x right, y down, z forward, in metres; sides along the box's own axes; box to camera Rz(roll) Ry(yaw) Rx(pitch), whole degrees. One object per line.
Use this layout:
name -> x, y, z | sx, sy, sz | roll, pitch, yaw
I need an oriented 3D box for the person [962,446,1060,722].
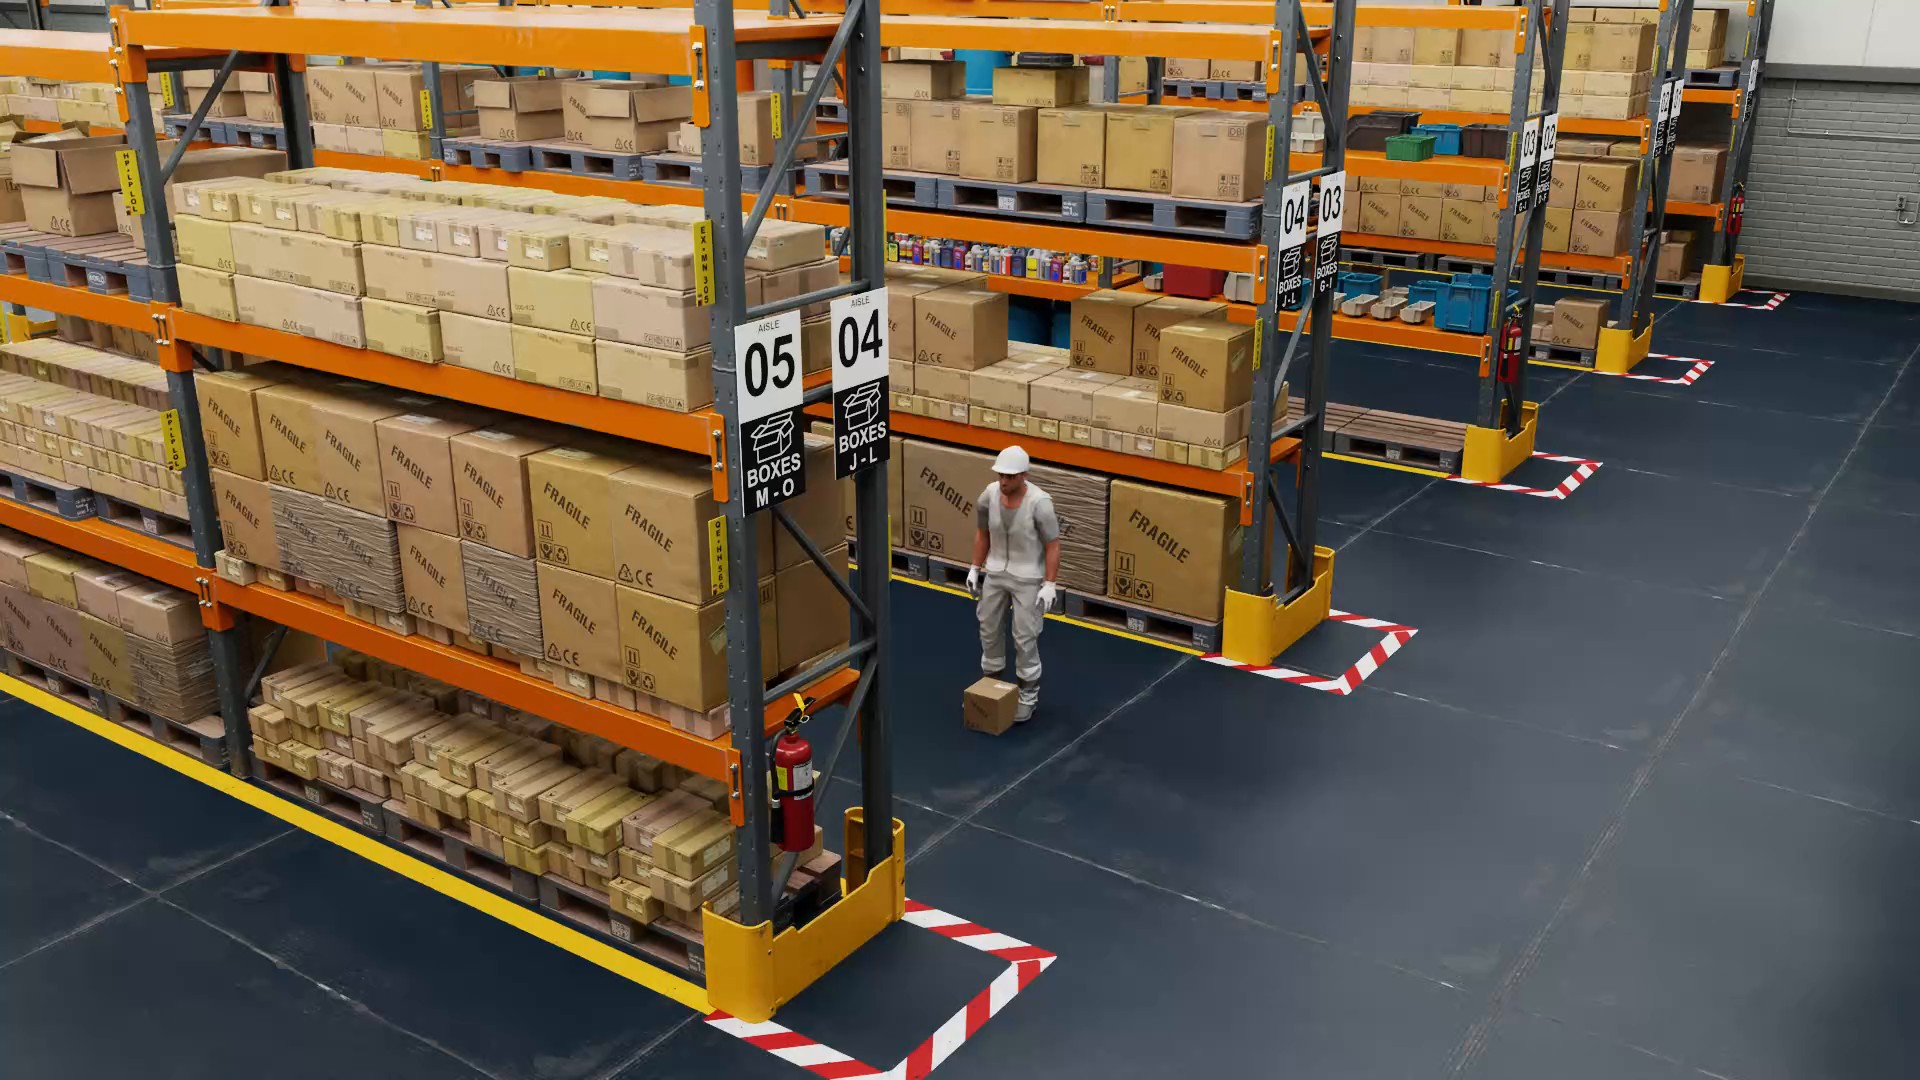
person -> 0.327, 0.259, 10.323 | 0.620, 1.777, 0.446 | 11, 23, 29
